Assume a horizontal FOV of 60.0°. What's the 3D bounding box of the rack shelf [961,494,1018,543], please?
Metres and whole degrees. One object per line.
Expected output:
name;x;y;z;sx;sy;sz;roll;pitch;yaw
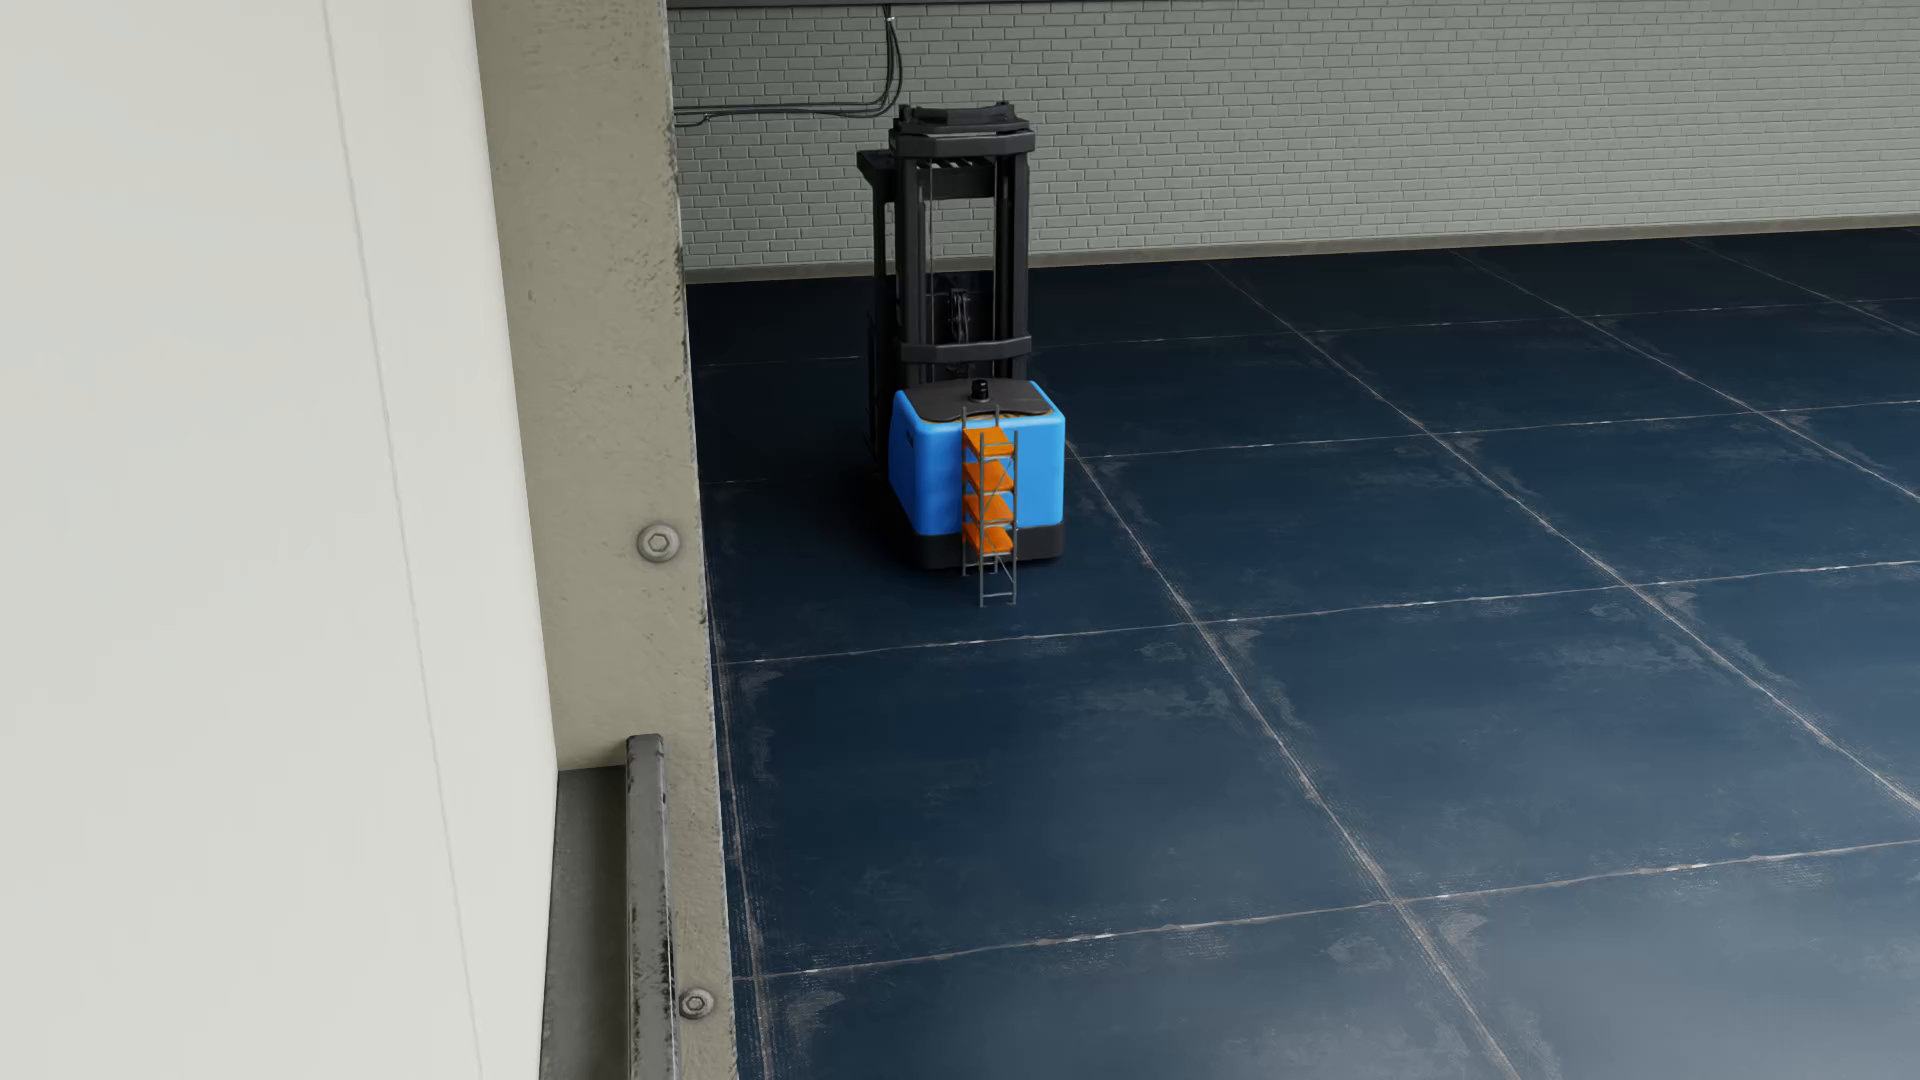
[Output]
rack shelf;0.188;-0.155;10.774;0.258;0.148;0.480;-5;24;-12

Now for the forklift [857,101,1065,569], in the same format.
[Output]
forklift;-0.116;-1.711;12.005;1.130;2.935;3.031;-5;24;-12

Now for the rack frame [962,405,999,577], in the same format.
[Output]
rack frame;0.134;-0.312;10.965;0.240;1.200;0.015;-5;24;-12

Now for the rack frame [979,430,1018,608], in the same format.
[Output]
rack frame;0.243;-0.122;10.529;0.240;1.200;0.015;-5;24;-12

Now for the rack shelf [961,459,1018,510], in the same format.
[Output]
rack shelf;0.188;-0.360;10.685;0.258;0.148;0.480;-5;24;-12

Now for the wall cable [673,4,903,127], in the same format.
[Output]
wall cable;-2.122;-5.545;17.082;3.097;2.526;0.112;-4;24;-10

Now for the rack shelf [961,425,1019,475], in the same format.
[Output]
rack shelf;0.188;-0.577;10.590;0.258;0.148;0.480;-5;24;-12

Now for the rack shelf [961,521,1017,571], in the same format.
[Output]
rack shelf;0.188;0.027;10.854;0.258;0.148;0.480;-5;24;-12

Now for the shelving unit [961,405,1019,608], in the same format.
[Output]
shelving unit;0.188;-0.217;10.747;0.258;1.200;0.503;-5;24;-12
